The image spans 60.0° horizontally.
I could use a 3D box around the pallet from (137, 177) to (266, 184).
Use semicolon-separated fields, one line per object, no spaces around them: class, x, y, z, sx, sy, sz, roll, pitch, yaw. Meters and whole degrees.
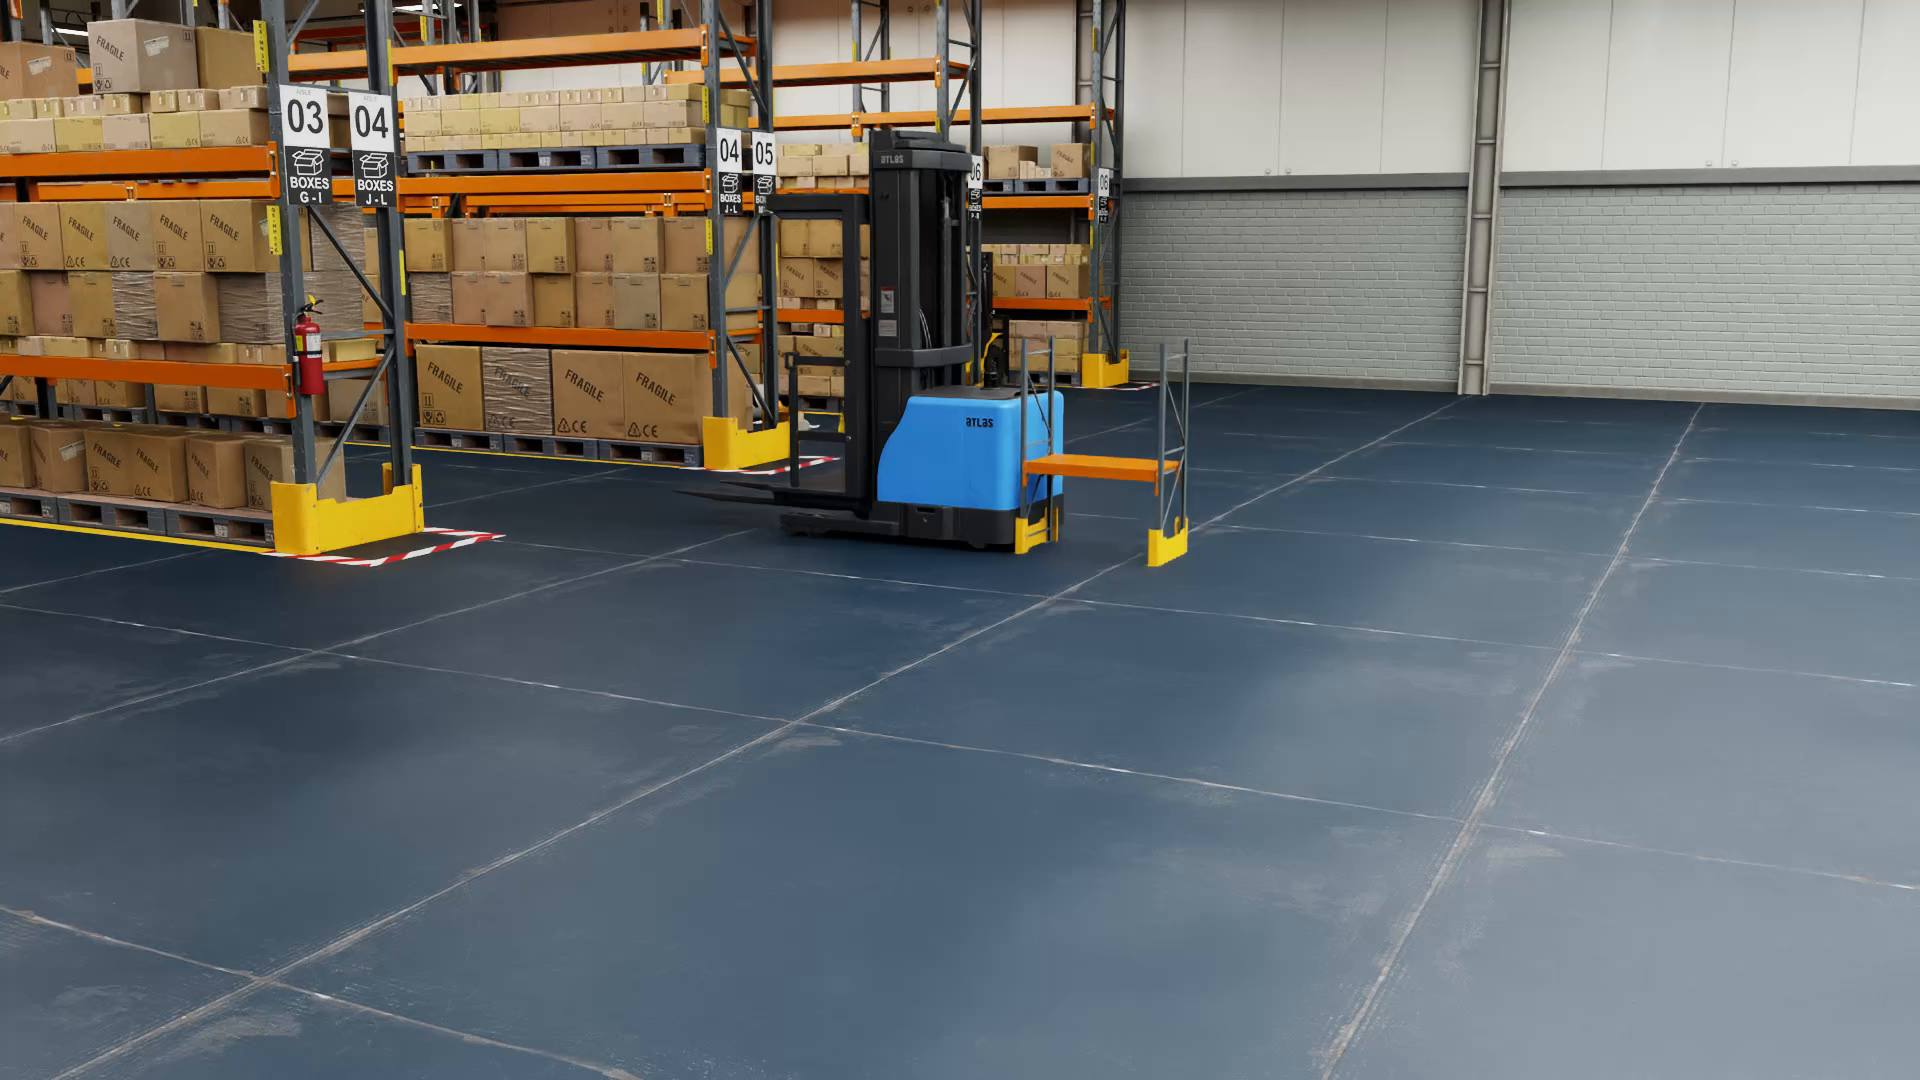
pallet;-8.677;-4.220;19.232;1.003;0.211;1.213;6;12;28

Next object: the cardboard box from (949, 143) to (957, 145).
cardboard box;-0.233;-4.853;20.664;0.250;0.149;0.380;5;11;25

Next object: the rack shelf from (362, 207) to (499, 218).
rack shelf;-10.366;-6.066;30.919;4.000;0.370;1.077;5;11;26

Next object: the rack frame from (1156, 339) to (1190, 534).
rack frame;1.454;-0.603;11.352;0.032;1.500;0.500;5;12;27

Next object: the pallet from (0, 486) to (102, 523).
pallet;-7.359;-0.360;13.628;1.213;0.211;1.003;5;11;26

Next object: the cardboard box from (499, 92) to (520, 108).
cardboard box;-4.373;-4.381;16.601;0.250;0.149;0.380;5;11;26

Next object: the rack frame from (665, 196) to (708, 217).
rack frame;-3.592;-3.362;22.386;0.127;3.000;1.000;5;11;26

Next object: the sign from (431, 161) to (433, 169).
sign;-7.432;-5.359;23.321;0.005;0.325;0.100;5;11;26

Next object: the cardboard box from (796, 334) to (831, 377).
cardboard box;-1.757;-2.373;21.354;0.500;0.500;0.500;5;11;24

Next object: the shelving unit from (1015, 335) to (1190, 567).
shelving unit;0.994;-0.645;11.585;1.083;1.500;0.587;5;12;27

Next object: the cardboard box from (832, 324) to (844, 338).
cardboard box;-1.421;-2.649;21.059;0.250;0.149;0.380;5;12;27

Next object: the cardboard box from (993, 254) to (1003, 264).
cardboard box;0.592;-4.288;25.400;0.250;0.149;0.380;5;11;26

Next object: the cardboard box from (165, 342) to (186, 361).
cardboard box;-5.630;-1.410;12.305;0.250;0.149;0.380;5;11;26

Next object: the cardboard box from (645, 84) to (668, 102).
cardboard box;-2.780;-4.242;15.828;0.250;0.149;0.380;5;11;26

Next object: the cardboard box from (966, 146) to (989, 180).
cardboard box;0.302;-5.768;25.504;0.637;0.503;0.797;5;12;28

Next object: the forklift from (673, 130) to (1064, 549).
forklift;-0.768;-1.541;12.512;3.031;2.935;1.130;5;12;27

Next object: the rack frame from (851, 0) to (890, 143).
rack frame;-1.399;-7.108;26.234;0.127;3.000;1.000;5;11;26

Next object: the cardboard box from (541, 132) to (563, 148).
cardboard box;-3.920;-3.949;16.452;0.250;0.149;0.380;5;11;27

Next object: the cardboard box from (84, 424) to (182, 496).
cardboard box;-6.527;-0.638;13.173;0.500;0.500;0.500;4;11;21

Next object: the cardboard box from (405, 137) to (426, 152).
cardboard box;-5.515;-4.089;17.225;0.250;0.149;0.380;5;11;25

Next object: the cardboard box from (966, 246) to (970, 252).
cardboard box;0.178;-4.492;25.691;0.250;0.149;0.380;5;11;26

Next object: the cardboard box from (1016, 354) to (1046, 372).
cardboard box;1.186;-2.721;25.385;0.500;0.250;0.500;5;11;26

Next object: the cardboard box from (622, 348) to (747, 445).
cardboard box;-2.741;-1.453;16.621;0.875;0.875;0.875;5;11;26

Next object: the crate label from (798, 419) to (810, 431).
crate label;-1.880;-1.314;19.109;0.298;0.136;0.250;-1;10;-4

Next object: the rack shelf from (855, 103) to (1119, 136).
rack shelf;0.395;-6.399;25.463;4.000;0.370;1.077;5;11;26

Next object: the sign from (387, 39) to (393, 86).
sign;-4.149;-3.457;12.034;0.005;0.325;0.100;5;11;26

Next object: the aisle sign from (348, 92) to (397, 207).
aisle sign;-4.201;-2.787;11.906;0.004;0.787;0.394;5;11;26

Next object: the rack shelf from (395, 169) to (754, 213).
rack shelf;-3.898;-3.528;16.900;4.000;0.370;1.077;5;11;26

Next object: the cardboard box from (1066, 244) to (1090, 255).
cardboard box;1.774;-4.350;24.903;0.250;0.149;0.380;5;11;26

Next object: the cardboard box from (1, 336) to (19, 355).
cardboard box;-7.233;-1.536;12.999;0.250;0.149;0.380;5;11;26

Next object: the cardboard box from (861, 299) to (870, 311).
cardboard box;-1.175;-2.960;20.869;0.250;0.149;0.380;5;12;27

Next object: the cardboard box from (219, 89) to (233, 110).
cardboard box;-4.958;-3.074;11.673;0.250;0.149;0.380;5;11;24

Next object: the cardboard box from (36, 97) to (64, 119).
cardboard box;-6.635;-3.207;12.404;0.250;0.149;0.380;5;11;25

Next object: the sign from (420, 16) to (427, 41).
sign;-7.421;-7.078;23.005;0.005;0.325;0.100;5;11;26

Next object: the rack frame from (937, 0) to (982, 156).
rack frame;-0.004;-5.999;20.110;0.127;3.000;1.000;5;11;26

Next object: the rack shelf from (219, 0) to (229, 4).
rack shelf;-8.972;-8.069;24.232;4.000;0.370;1.077;5;11;26

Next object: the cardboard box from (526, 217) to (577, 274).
cardboard box;-3.929;-3.005;16.957;0.500;0.550;0.875;5;11;26

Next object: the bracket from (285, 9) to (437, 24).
bracket;-11.638;-9.887;31.484;4.783;0.066;0.076;5;11;26

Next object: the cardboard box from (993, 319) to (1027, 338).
cardboard box;0.720;-3.250;25.498;0.500;0.250;0.500;5;11;27

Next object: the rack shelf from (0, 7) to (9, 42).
rack shelf;-9.770;-4.339;14.077;4.000;0.370;1.077;5;11;26

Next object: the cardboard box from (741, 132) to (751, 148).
cardboard box;-2.270;-3.935;16.374;0.250;0.149;0.380;5;11;26

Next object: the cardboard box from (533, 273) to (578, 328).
cardboard box;-3.900;-2.484;17.110;0.500;0.550;0.875;5;11;26

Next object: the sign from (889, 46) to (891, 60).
sign;-1.131;-7.732;26.616;0.005;0.325;0.100;5;11;26

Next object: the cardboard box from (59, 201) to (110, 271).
cardboard box;-6.335;-2.275;12.454;0.500;0.500;0.500;5;11;26

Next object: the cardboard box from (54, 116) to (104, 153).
cardboard box;-6.292;-2.984;12.291;0.500;0.250;0.500;5;11;25

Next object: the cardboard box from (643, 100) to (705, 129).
cardboard box;-2.667;-4.047;15.873;0.500;0.250;0.500;5;11;27

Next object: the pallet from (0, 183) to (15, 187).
pallet;-11.428;-4.431;20.395;1.003;0.211;1.213;5;11;26

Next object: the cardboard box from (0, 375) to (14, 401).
cardboard box;-11.845;-2.029;20.858;0.500;0.500;0.500;6;12;28

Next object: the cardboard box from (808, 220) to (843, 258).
cardboard box;-1.513;-3.805;20.908;0.500;0.500;0.700;5;11;25

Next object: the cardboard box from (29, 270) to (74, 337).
cardboard box;-6.675;-1.862;12.978;0.500;0.500;0.875;5;11;26

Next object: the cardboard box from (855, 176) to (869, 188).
cardboard box;-1.107;-4.454;20.703;0.250;0.149;0.380;5;11;26

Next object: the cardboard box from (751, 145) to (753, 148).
cardboard box;-2.506;-4.956;21.234;0.250;0.149;0.380;5;11;24

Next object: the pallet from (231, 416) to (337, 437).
pallet;-7.515;-1.336;19.022;1.213;0.211;1.003;5;11;26

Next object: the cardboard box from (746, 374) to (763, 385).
cardboard box;-2.698;-2.086;21.876;0.500;0.250;0.500;6;12;29

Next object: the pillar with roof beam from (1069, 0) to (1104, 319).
pillar with roof beam;0.058;-6.304;21.792;0.400;9.000;9.100;5;11;26
